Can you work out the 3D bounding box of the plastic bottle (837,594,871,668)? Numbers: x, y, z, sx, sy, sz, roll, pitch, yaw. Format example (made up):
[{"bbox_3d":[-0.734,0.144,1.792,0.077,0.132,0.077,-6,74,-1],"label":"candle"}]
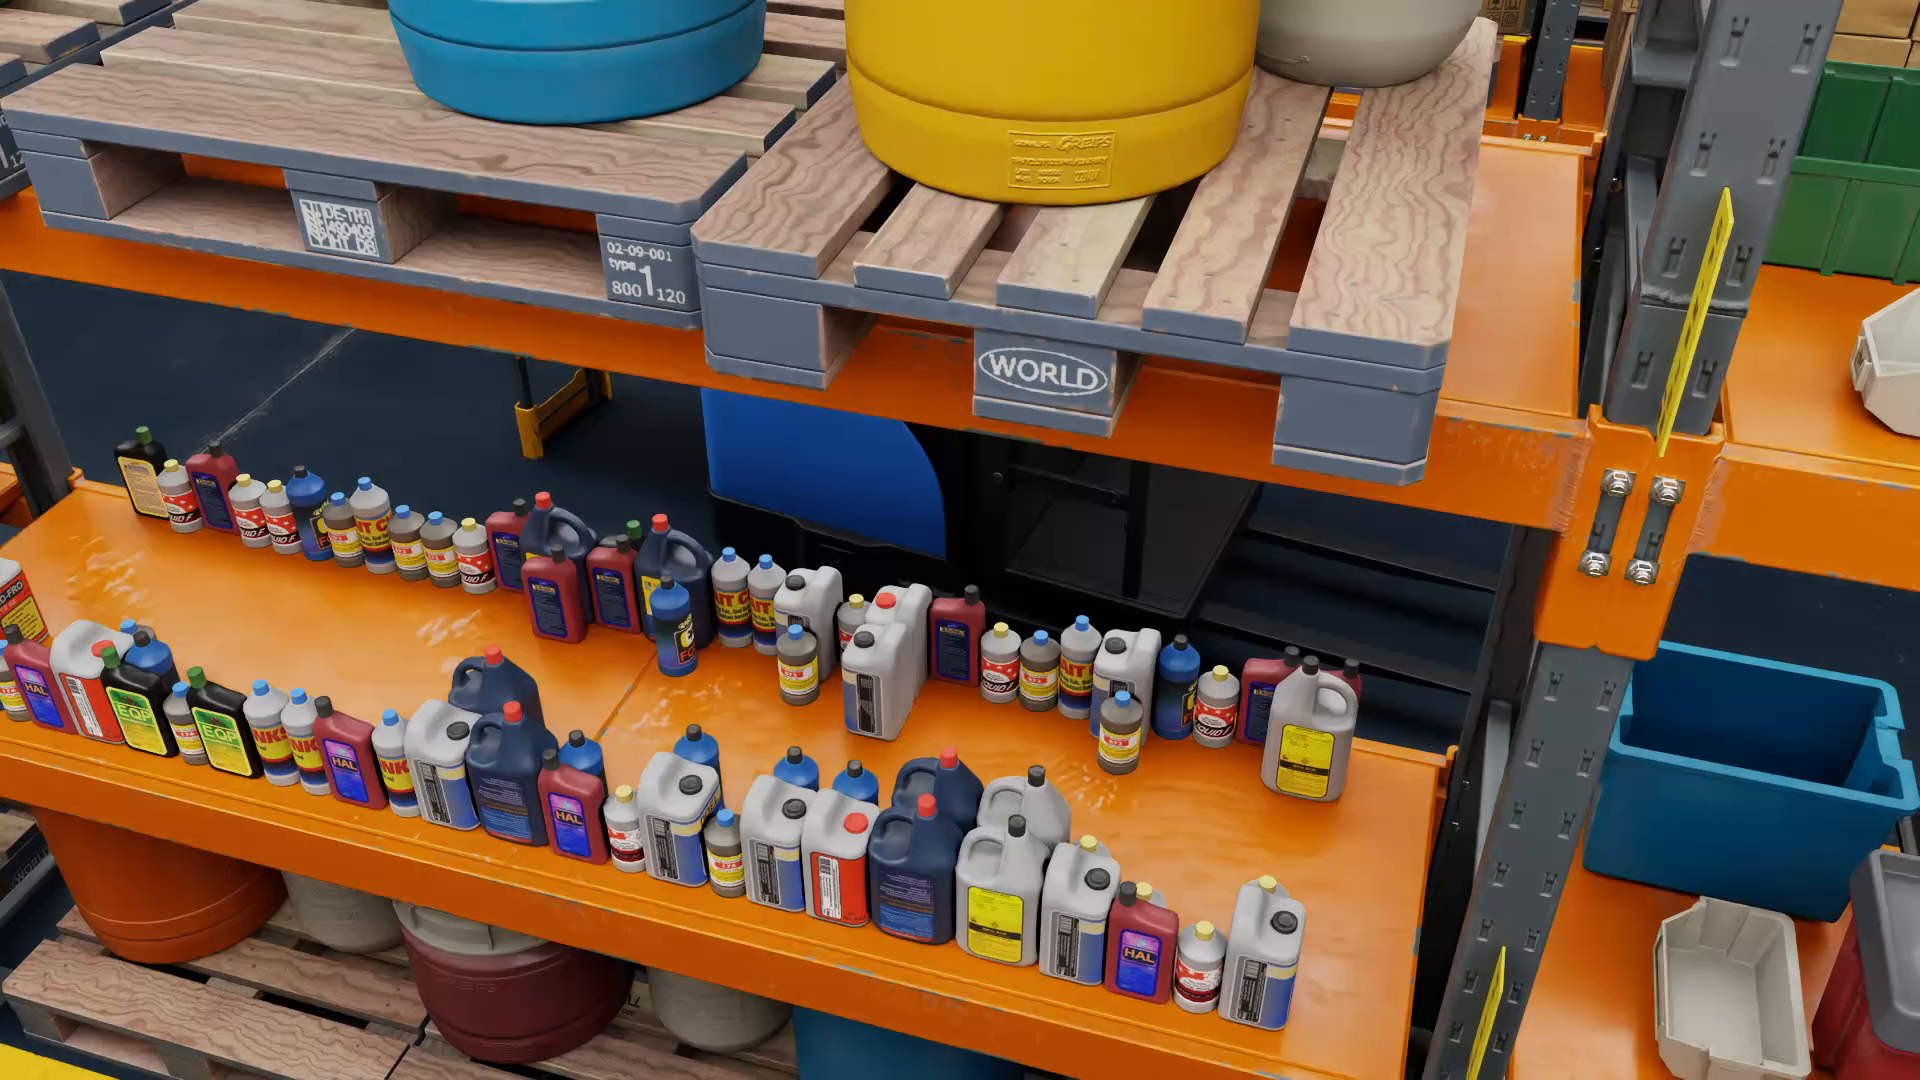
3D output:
[{"bbox_3d":[-0.251,0.222,4.085,0.097,0.201,0.097,0,36,0],"label":"plastic bottle"}]

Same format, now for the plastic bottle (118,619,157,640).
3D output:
[{"bbox_3d":[-1.977,0.279,4.007,0.097,0.201,0.097,0,36,0],"label":"plastic bottle"}]

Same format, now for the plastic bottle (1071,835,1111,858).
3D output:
[{"bbox_3d":[0.262,0.694,3.444,0.097,0.201,0.097,0,36,0],"label":"plastic bottle"}]

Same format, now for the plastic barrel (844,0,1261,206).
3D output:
[{"bbox_3d":[0.132,-0.860,2.345,0.600,0.588,0.600,0,36,0],"label":"plastic barrel"}]

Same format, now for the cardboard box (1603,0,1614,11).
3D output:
[{"bbox_3d":[4.701,-3.938,11.325,0.500,0.500,0.700,11,38,14],"label":"cardboard box"}]

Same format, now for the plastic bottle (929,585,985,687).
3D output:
[{"bbox_3d":[-0.007,0.223,4.015,0.133,0.283,0.061,10,38,14],"label":"plastic bottle"}]

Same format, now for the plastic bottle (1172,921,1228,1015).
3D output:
[{"bbox_3d":[0.472,0.827,3.263,0.097,0.201,0.097,0,36,0],"label":"plastic bottle"}]

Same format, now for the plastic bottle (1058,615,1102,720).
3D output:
[{"bbox_3d":[0.283,0.293,3.930,0.097,0.271,0.097,0,36,0],"label":"plastic bottle"}]

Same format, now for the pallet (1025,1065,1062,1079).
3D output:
[{"bbox_3d":[0.339,1.602,4.395,1.213,0.211,1.003,10,38,14],"label":"pallet"}]

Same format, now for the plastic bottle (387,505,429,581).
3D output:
[{"bbox_3d":[-1.452,0.000,4.387,0.097,0.201,0.097,0,36,0],"label":"plastic bottle"}]

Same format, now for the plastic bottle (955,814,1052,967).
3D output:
[{"bbox_3d":[0.088,0.682,3.335,0.185,0.351,0.144,10,38,14],"label":"plastic bottle"}]

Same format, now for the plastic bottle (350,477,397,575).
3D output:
[{"bbox_3d":[-1.545,-0.046,4.390,0.097,0.271,0.097,0,36,0],"label":"plastic bottle"}]

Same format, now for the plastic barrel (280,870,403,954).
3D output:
[{"bbox_3d":[-1.717,0.891,4.753,0.421,0.512,0.421,0,36,0],"label":"plastic barrel"}]

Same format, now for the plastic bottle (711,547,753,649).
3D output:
[{"bbox_3d":[-0.565,0.136,4.144,0.097,0.271,0.097,0,36,0],"label":"plastic bottle"}]

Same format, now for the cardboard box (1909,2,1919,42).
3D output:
[{"bbox_3d":[3.893,-2.181,6.255,0.500,0.500,0.500,9,37,13],"label":"cardboard box"}]

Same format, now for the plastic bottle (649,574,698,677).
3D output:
[{"bbox_3d":[-0.701,0.200,4.056,0.097,0.271,0.097,0,36,0],"label":"plastic bottle"}]

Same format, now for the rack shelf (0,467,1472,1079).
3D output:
[{"bbox_3d":[-0.846,0.575,4.045,4.000,0.370,1.077,10,38,14],"label":"rack shelf"}]

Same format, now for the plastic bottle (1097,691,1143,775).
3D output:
[{"bbox_3d":[0.366,0.431,3.802,0.097,0.201,0.097,0,36,0],"label":"plastic bottle"}]

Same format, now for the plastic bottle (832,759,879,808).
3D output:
[{"bbox_3d":[-0.220,0.577,3.545,0.097,0.271,0.097,0,36,0],"label":"plastic bottle"}]

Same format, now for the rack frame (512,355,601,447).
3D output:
[{"bbox_3d":[-1.768,-1.122,7.009,0.032,1.500,0.500,15,39,19],"label":"rack frame"}]

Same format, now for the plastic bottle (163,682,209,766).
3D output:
[{"bbox_3d":[-1.767,0.413,3.826,0.097,0.201,0.097,0,36,0],"label":"plastic bottle"}]

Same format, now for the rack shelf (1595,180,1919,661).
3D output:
[{"bbox_3d":[2.972,0.074,2.195,4.000,0.370,1.077,10,38,14],"label":"rack shelf"}]

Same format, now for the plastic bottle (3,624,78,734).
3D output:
[{"bbox_3d":[-2.138,0.322,3.880,0.133,0.283,0.061,10,38,14],"label":"plastic bottle"}]

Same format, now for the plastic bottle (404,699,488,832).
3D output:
[{"bbox_3d":[-1.114,0.487,3.663,0.135,0.276,0.152,10,38,14],"label":"plastic bottle"}]

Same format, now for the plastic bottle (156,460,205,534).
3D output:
[{"bbox_3d":[-2.137,-0.127,4.560,0.097,0.201,0.097,0,36,0],"label":"plastic bottle"}]

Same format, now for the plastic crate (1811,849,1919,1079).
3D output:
[{"bbox_3d":[1.841,0.889,2.907,0.583,0.464,0.402,10,38,14],"label":"plastic crate"}]

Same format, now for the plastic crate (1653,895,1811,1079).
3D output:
[{"bbox_3d":[1.465,0.884,3.190,0.243,0.136,0.396,10,38,14],"label":"plastic crate"}]

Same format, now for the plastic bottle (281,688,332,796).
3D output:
[{"bbox_3d":[-1.453,0.443,3.727,0.097,0.271,0.097,0,36,0],"label":"plastic bottle"}]

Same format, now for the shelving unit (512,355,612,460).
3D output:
[{"bbox_3d":[-1.297,-0.995,6.837,1.083,1.500,0.587,15,39,19],"label":"shelving unit"}]

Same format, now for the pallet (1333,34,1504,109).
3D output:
[{"bbox_3d":[1.814,-2.288,7.491,1.213,0.211,1.003,10,38,14],"label":"pallet"}]

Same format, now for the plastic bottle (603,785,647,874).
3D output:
[{"bbox_3d":[-0.708,0.609,3.560,0.097,0.201,0.097,0,36,0],"label":"plastic bottle"}]

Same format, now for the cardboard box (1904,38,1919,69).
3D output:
[{"bbox_3d":[3.916,-1.780,6.554,0.500,0.500,0.500,10,38,14],"label":"cardboard box"}]

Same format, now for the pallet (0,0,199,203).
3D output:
[{"bbox_3d":[-2.054,-1.009,3.220,1.213,0.211,1.003,10,38,14],"label":"pallet"}]

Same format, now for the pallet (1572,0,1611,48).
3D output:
[{"bbox_3d":[4.720,-3.665,11.551,1.213,0.211,1.003,10,38,14],"label":"pallet"}]

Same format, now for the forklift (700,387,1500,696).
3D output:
[{"bbox_3d":[0.568,-1.026,5.671,3.031,2.935,1.130,15,39,20],"label":"forklift"}]

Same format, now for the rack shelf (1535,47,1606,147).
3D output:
[{"bbox_3d":[4.453,-1.520,6.891,4.000,0.370,1.077,10,38,14],"label":"rack shelf"}]

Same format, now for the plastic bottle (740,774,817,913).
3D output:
[{"bbox_3d":[-0.368,0.625,3.475,0.135,0.276,0.152,10,38,14],"label":"plastic bottle"}]

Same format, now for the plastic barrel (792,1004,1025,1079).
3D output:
[{"bbox_3d":[-0.127,1.084,4.162,0.708,0.901,0.600,10,38,14],"label":"plastic barrel"}]

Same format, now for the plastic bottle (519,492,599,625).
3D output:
[{"bbox_3d":[-1.011,0.036,4.212,0.185,0.351,0.144,10,38,14],"label":"plastic bottle"}]

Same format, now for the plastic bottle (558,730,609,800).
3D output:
[{"bbox_3d":[-0.817,0.523,3.618,0.097,0.271,0.097,0,36,0],"label":"plastic bottle"}]

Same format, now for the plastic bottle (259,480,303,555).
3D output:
[{"bbox_3d":[-1.823,-0.069,4.481,0.097,0.201,0.097,0,36,0],"label":"plastic bottle"}]

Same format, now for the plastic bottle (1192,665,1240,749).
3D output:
[{"bbox_3d":[0.598,0.379,3.872,0.097,0.201,0.097,0,36,0],"label":"plastic bottle"}]

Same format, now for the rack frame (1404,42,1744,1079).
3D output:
[{"bbox_3d":[1.063,0.639,3.351,0.127,3.000,1.000,10,38,14],"label":"rack frame"}]

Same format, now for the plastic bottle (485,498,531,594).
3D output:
[{"bbox_3d":[-1.150,0.011,4.303,0.133,0.283,0.061,10,38,14],"label":"plastic bottle"}]
